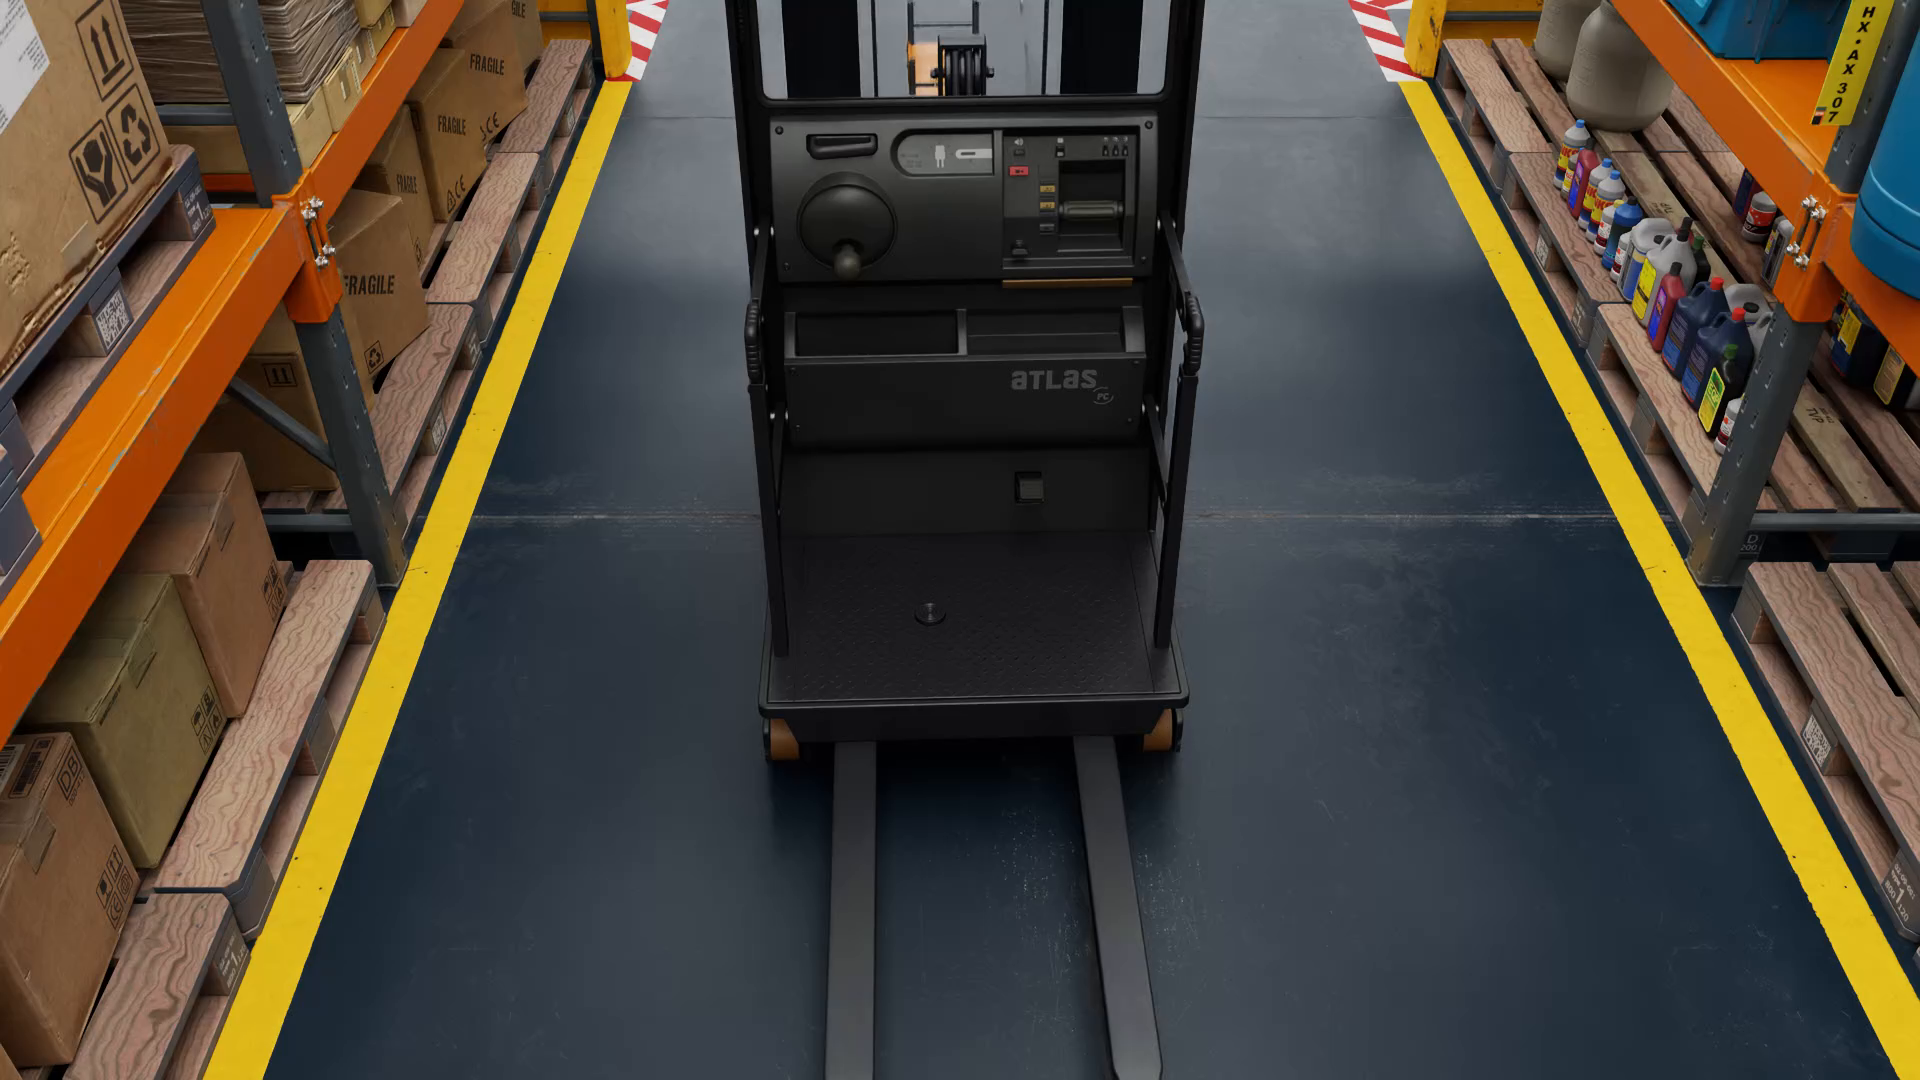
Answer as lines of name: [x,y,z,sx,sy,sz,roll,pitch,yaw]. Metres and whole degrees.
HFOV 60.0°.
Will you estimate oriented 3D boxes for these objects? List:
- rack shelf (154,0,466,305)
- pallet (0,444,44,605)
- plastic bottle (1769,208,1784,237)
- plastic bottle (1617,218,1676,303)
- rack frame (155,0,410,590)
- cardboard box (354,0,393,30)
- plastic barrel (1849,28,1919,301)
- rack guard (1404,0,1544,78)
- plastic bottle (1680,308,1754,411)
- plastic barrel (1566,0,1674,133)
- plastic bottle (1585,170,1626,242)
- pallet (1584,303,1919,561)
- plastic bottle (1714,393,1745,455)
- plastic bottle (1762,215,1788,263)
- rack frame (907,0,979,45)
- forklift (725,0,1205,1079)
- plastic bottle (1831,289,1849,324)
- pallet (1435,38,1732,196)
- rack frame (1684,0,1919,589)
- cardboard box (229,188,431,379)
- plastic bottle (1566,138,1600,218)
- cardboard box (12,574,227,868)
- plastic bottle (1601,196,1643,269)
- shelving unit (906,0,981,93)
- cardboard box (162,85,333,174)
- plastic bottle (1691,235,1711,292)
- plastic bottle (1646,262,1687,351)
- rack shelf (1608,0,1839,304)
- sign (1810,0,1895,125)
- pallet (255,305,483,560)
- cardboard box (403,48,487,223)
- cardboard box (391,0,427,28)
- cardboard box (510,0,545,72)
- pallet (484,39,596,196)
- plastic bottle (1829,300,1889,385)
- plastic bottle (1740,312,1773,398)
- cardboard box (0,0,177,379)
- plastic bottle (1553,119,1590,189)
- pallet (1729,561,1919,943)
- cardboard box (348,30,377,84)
rack shelf: [-2.209,-2.027,5.956,1.077,0.370,4.000,0,39,0]
pallet: [-2.245,0.282,2.653,1.003,0.211,1.213,0,39,0]
plastic bottle: [3.155,-1.278,6.272,0.152,0.276,0.135,-1,39,-1]
plastic bottle: [2.460,-0.995,5.920,0.152,0.276,0.135,1,39,1]
rack frame: [-2.207,-1.057,4.170,1.000,3.000,0.127,0,39,0]
cardboard box: [-2.111,-1.806,4.787,0.875,0.500,0.500,0,39,0]
plastic barrel: [2.444,-1.014,3.716,0.600,0.901,0.708,0,39,0]
rack guard: [2.789,-2.539,8.018,1.175,0.500,0.348,0,39,0]
plastic bottle: [2.457,-0.601,5.368,0.144,0.351,0.185,-1,39,-1]
plastic barrel: [2.819,-2.030,7.038,0.421,0.512,0.421,0,39,0]
plastic bottle: [2.433,-1.258,6.251,0.097,0.271,0.097,0,39,0]
pallet: [2.787,-0.392,5.571,1.003,0.211,1.213,0,39,0]
plastic bottle: [2.434,-0.367,5.195,0.097,0.201,0.097,0,39,0]
plastic bottle: [3.039,-1.118,6.132,0.097,0.201,0.097,0,39,0]
rack frame: [-0.057,-1.344,5.968,0.240,1.200,0.015,-1,39,-2]
forklift: [0.021,-0.753,3.846,1.130,2.935,3.031,-1,39,-2]
plastic bottle: [3.122,-0.882,5.782,0.097,0.271,0.097,0,39,0]
pallet: [2.784,-1.918,7.475,1.003,0.211,1.213,0,39,0]
rack frame: [2.746,-1.060,4.174,1.000,3.000,0.127,0,39,0]
cardboard box: [-2.176,-0.854,5.580,0.500,0.500,0.500,12,40,14]
plastic bottle: [2.414,-1.398,6.416,0.061,0.283,0.133,1,39,1]
cardboard box: [-2.246,0.429,3.963,0.700,0.500,0.500,0,39,0]
plastic bottle: [2.433,-1.131,6.093,0.097,0.271,0.097,0,39,0]
shelving unit: [-0.049,-1.192,5.778,0.258,1.200,0.503,-1,39,-2]
cardboard box: [-1.906,-1.093,4.417,0.380,0.149,0.250,0,39,0]
plastic bottle: [2.559,-0.913,5.811,0.061,0.283,0.133,0,39,0]
plastic bottle: [2.415,-0.796,5.665,0.061,0.283,0.133,2,39,3]
rack shelf: [2.744,-2.030,5.960,1.077,0.370,4.000,0,39,0]
sign: [2.196,-1.175,4.096,0.100,0.325,0.005,0,39,0]
pallet: [-2.243,-0.389,5.566,1.003,0.211,1.213,0,39,0]
cardboard box: [-2.211,-1.591,6.499,0.500,0.500,0.500,3,39,4]
cardboard box: [-1.890,-1.719,5.197,0.380,0.149,0.250,0,39,0]
cardboard box: [-2.227,-2.356,7.454,0.500,0.500,0.500,7,39,8]
pallet: [-2.246,-1.914,7.470,1.003,0.211,1.213,0,39,0]
plastic bottle: [3.016,-0.703,5.495,0.144,0.351,0.185,0,39,0]
plastic bottle: [2.601,-0.601,5.368,0.144,0.351,0.185,0,39,0]
cardboard box: [-2.346,-0.958,3.231,1.000,1.000,1.000,0,39,0]
plastic bottle: [2.432,-1.535,6.596,0.097,0.271,0.097,0,39,0]
pallet: [2.786,0.519,4.434,1.003,0.211,1.213,0,39,0]
cardboard box: [-1.922,-1.406,4.807,0.380,0.149,0.250,0,39,0]
